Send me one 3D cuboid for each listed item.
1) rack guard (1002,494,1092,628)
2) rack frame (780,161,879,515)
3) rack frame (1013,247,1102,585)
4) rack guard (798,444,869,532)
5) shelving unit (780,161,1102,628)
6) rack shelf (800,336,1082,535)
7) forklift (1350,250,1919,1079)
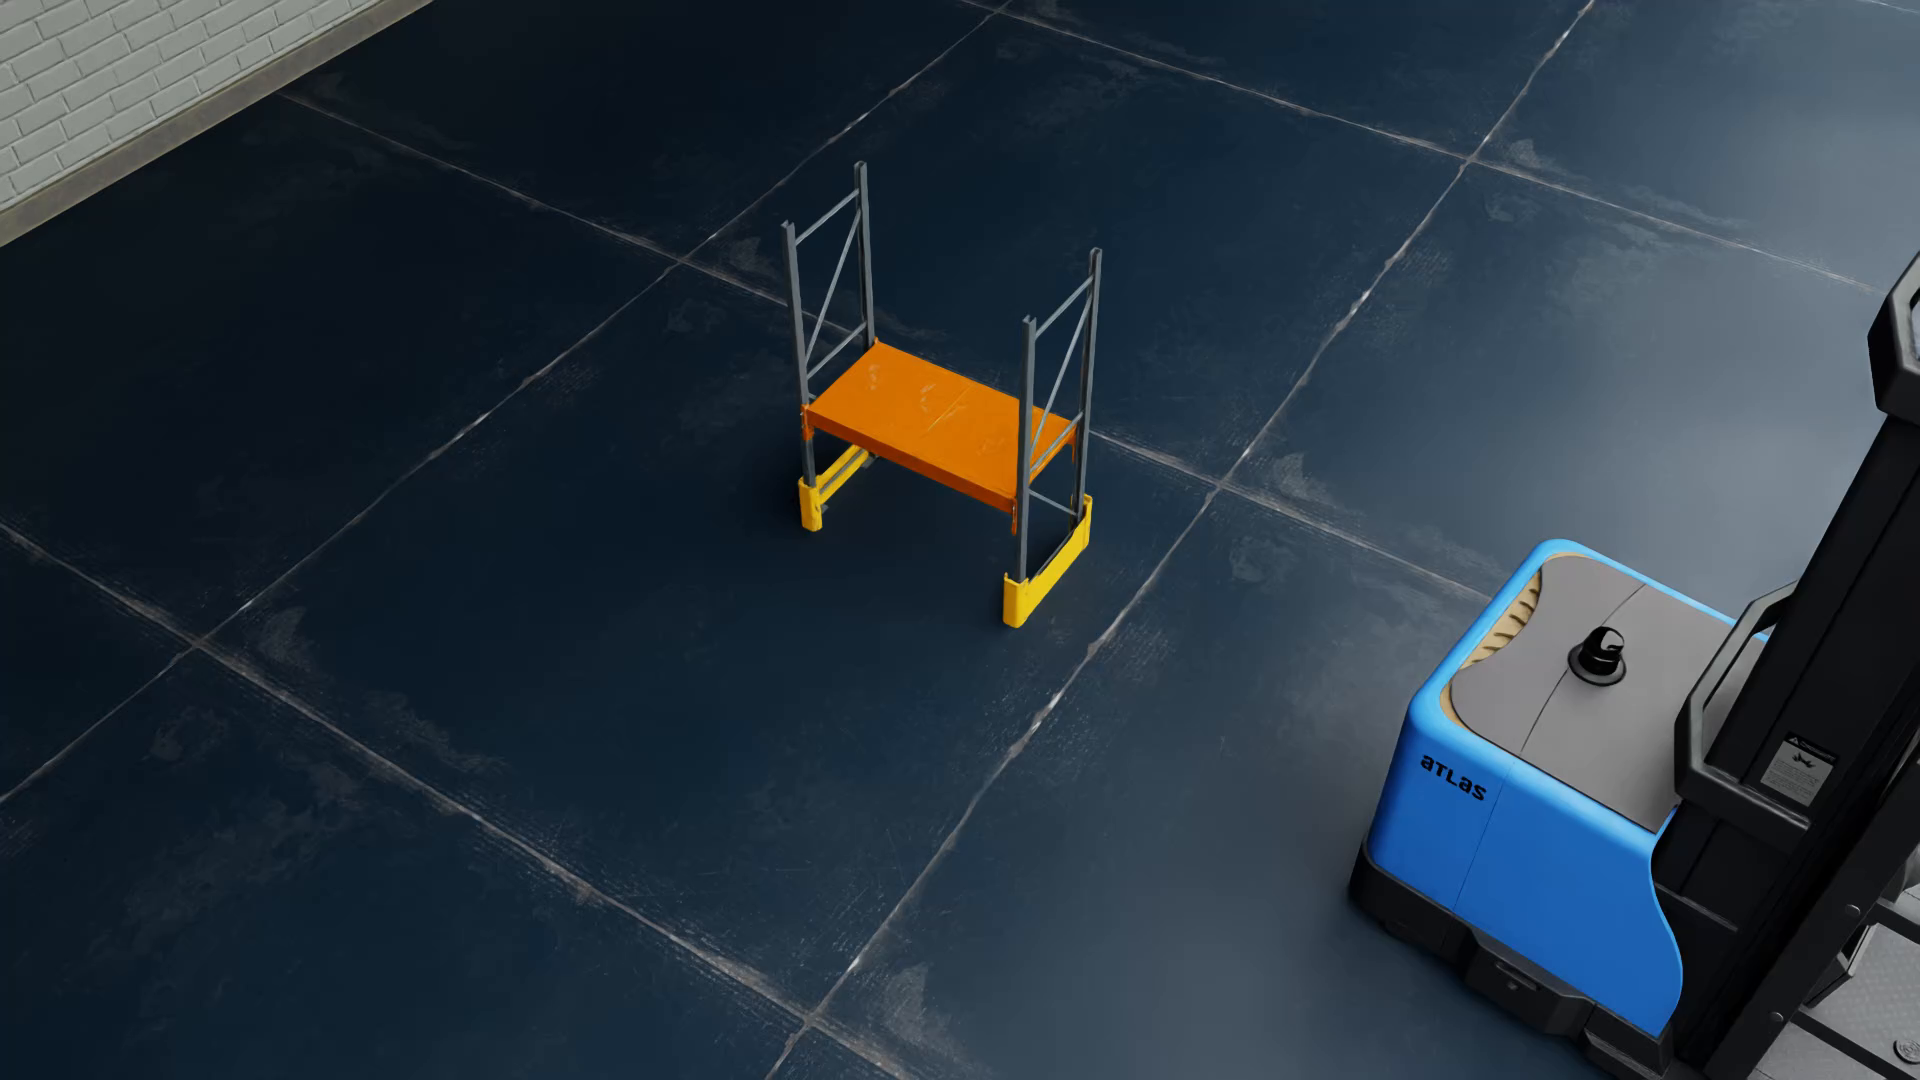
[{"bbox_3d":[0.355,0.076,6.723,0.087,0.250,0.587,25,51,22],"label":"rack guard"},{"bbox_3d":[-0.500,-0.753,6.657,0.032,1.500,0.500,25,51,22],"label":"rack frame"},{"bbox_3d":[0.356,-0.359,6.275,0.032,1.500,0.500,25,51,22],"label":"rack frame"},{"bbox_3d":[-0.483,-0.309,7.098,0.087,0.250,0.587,25,51,22],"label":"rack guard"},{"bbox_3d":[-0.064,-0.552,6.463,1.083,1.500,0.587,25,51,22],"label":"shelving unit"},{"bbox_3d":[-0.072,-0.430,6.595,1.000,0.185,0.538,25,51,22],"label":"rack shelf"},{"bbox_3d":[2.798,0.638,4.308,3.031,2.935,1.130,31,53,26],"label":"forklift"}]
